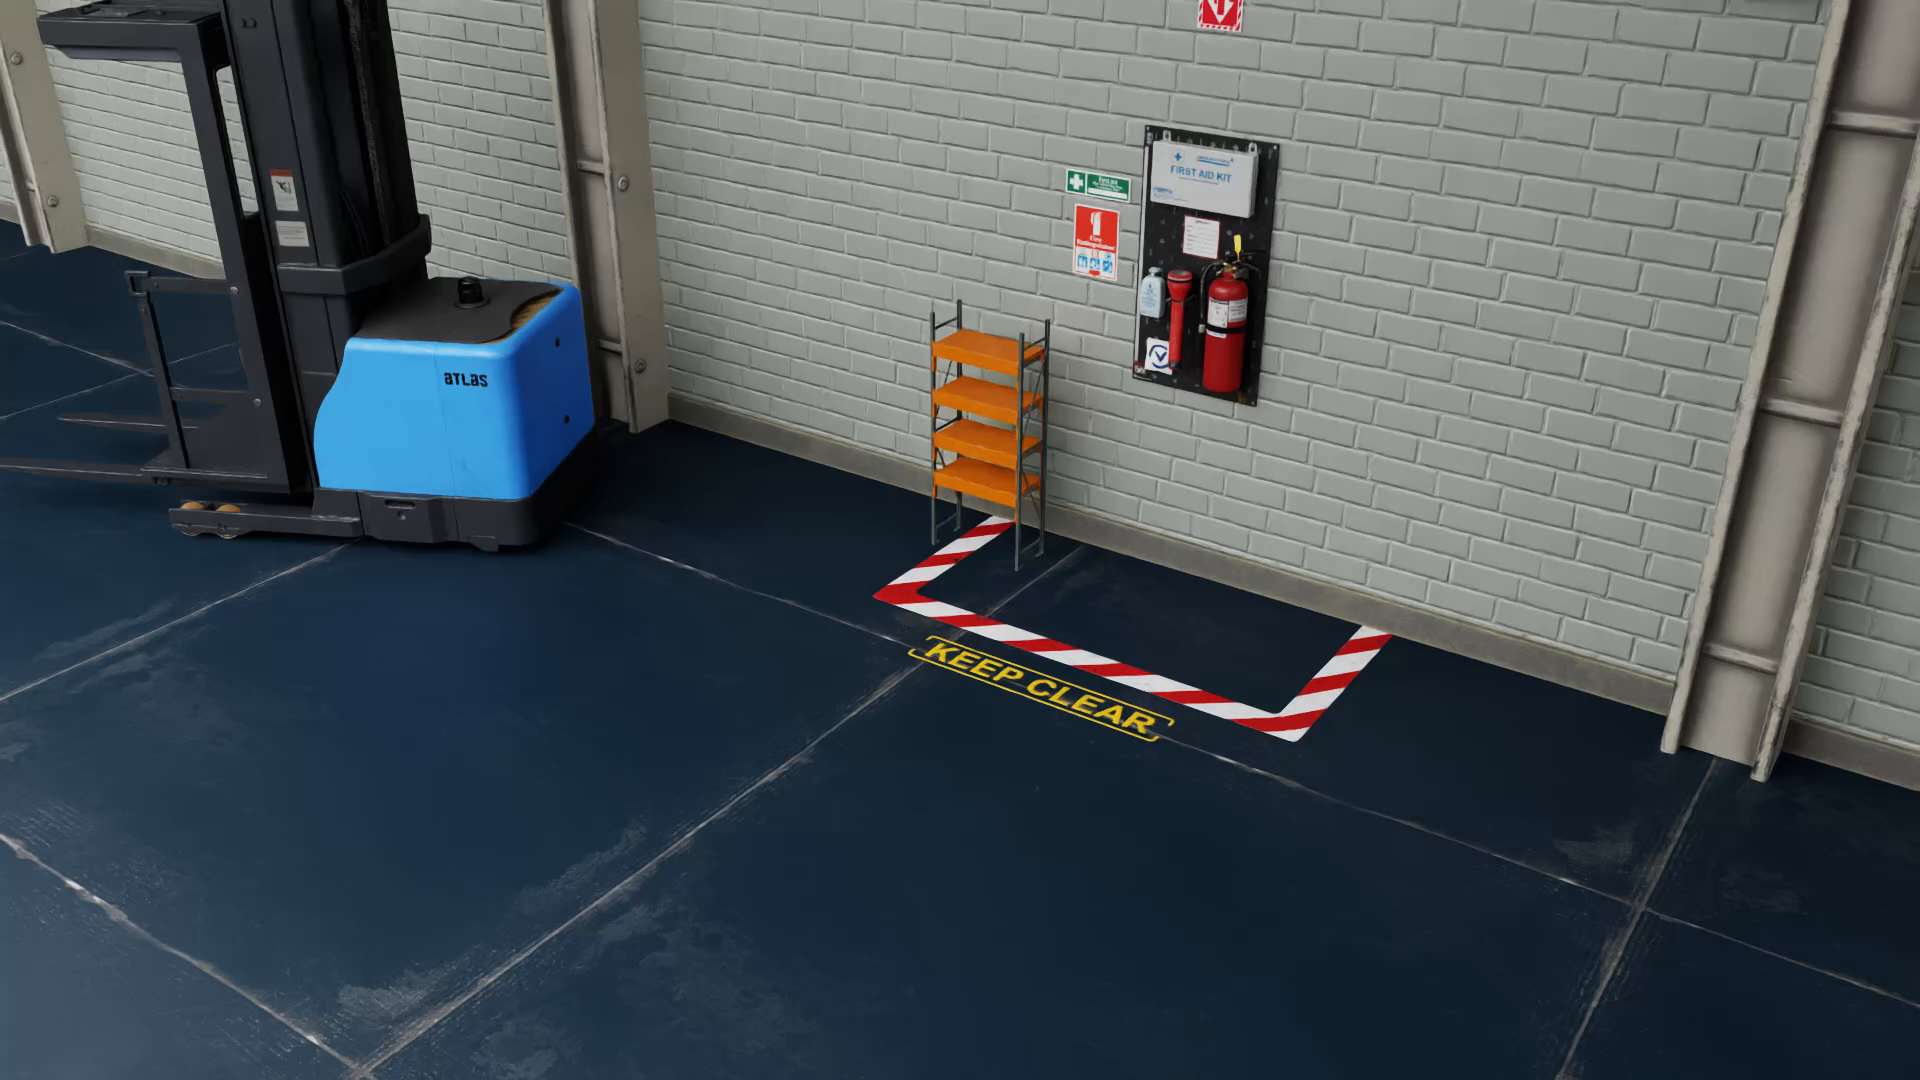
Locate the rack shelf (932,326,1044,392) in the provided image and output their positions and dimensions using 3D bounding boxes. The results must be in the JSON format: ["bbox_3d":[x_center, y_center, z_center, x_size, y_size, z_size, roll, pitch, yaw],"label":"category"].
[{"bbox_3d":[0.136,-0.842,7.716,0.480,0.148,0.258,17,32,30],"label":"rack shelf"}]

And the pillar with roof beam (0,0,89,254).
[{"bbox_3d":[-9.299,-4.654,7.473,0.400,9.000,9.100,17,32,30],"label":"pillar with roof beam"}]

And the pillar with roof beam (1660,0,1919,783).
[{"bbox_3d":[0.592,-1.572,1.418,0.400,9.000,9.100,17,32,30],"label":"pillar with roof beam"}]

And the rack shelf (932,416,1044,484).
[{"bbox_3d":[0.136,-0.432,7.925,0.480,0.148,0.258,17,32,30],"label":"rack shelf"}]

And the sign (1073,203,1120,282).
[{"bbox_3d":[0.617,-1.353,7.563,0.234,0.329,0.001,17,32,30],"label":"sign"}]

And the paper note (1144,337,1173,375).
[{"bbox_3d":[0.908,-0.836,7.556,0.142,0.148,0.016,17,32,30],"label":"paper note"}]

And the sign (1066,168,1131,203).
[{"bbox_3d":[0.616,-1.585,7.434,0.331,0.109,0.001,17,32,30],"label":"sign"}]

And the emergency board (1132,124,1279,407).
[{"bbox_3d":[1.014,-1.157,7.216,0.643,1.169,0.194,17,32,30],"label":"emergency board"}]

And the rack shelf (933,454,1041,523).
[{"bbox_3d":[0.136,-0.255,8.015,0.480,0.148,0.258,17,32,30],"label":"rack shelf"}]

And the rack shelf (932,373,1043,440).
[{"bbox_3d":[0.136,-0.632,7.823,0.480,0.148,0.258,17,32,30],"label":"rack shelf"}]

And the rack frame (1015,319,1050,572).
[{"bbox_3d":[0.338,-0.430,7.771,0.015,1.200,0.240,17,32,30],"label":"rack frame"}]

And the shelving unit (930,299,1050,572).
[{"bbox_3d":[0.136,-0.492,7.894,0.503,1.200,0.258,17,32,30],"label":"shelving unit"}]

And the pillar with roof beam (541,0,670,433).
[{"bbox_3d":[-4.353,-3.113,4.446,0.400,9.000,9.100,17,32,30],"label":"pillar with roof beam"}]

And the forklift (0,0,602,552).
[{"bbox_3d":[-3.473,-1.545,8.055,3.031,2.935,1.130,4,27,8],"label":"forklift"}]

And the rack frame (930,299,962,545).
[{"bbox_3d":[-0.065,-0.555,8.017,0.015,1.200,0.240,17,32,30],"label":"rack frame"}]

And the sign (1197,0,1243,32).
[{"bbox_3d":[1.064,-2.229,6.768,0.199,0.298,0.001,17,32,30],"label":"sign"}]
